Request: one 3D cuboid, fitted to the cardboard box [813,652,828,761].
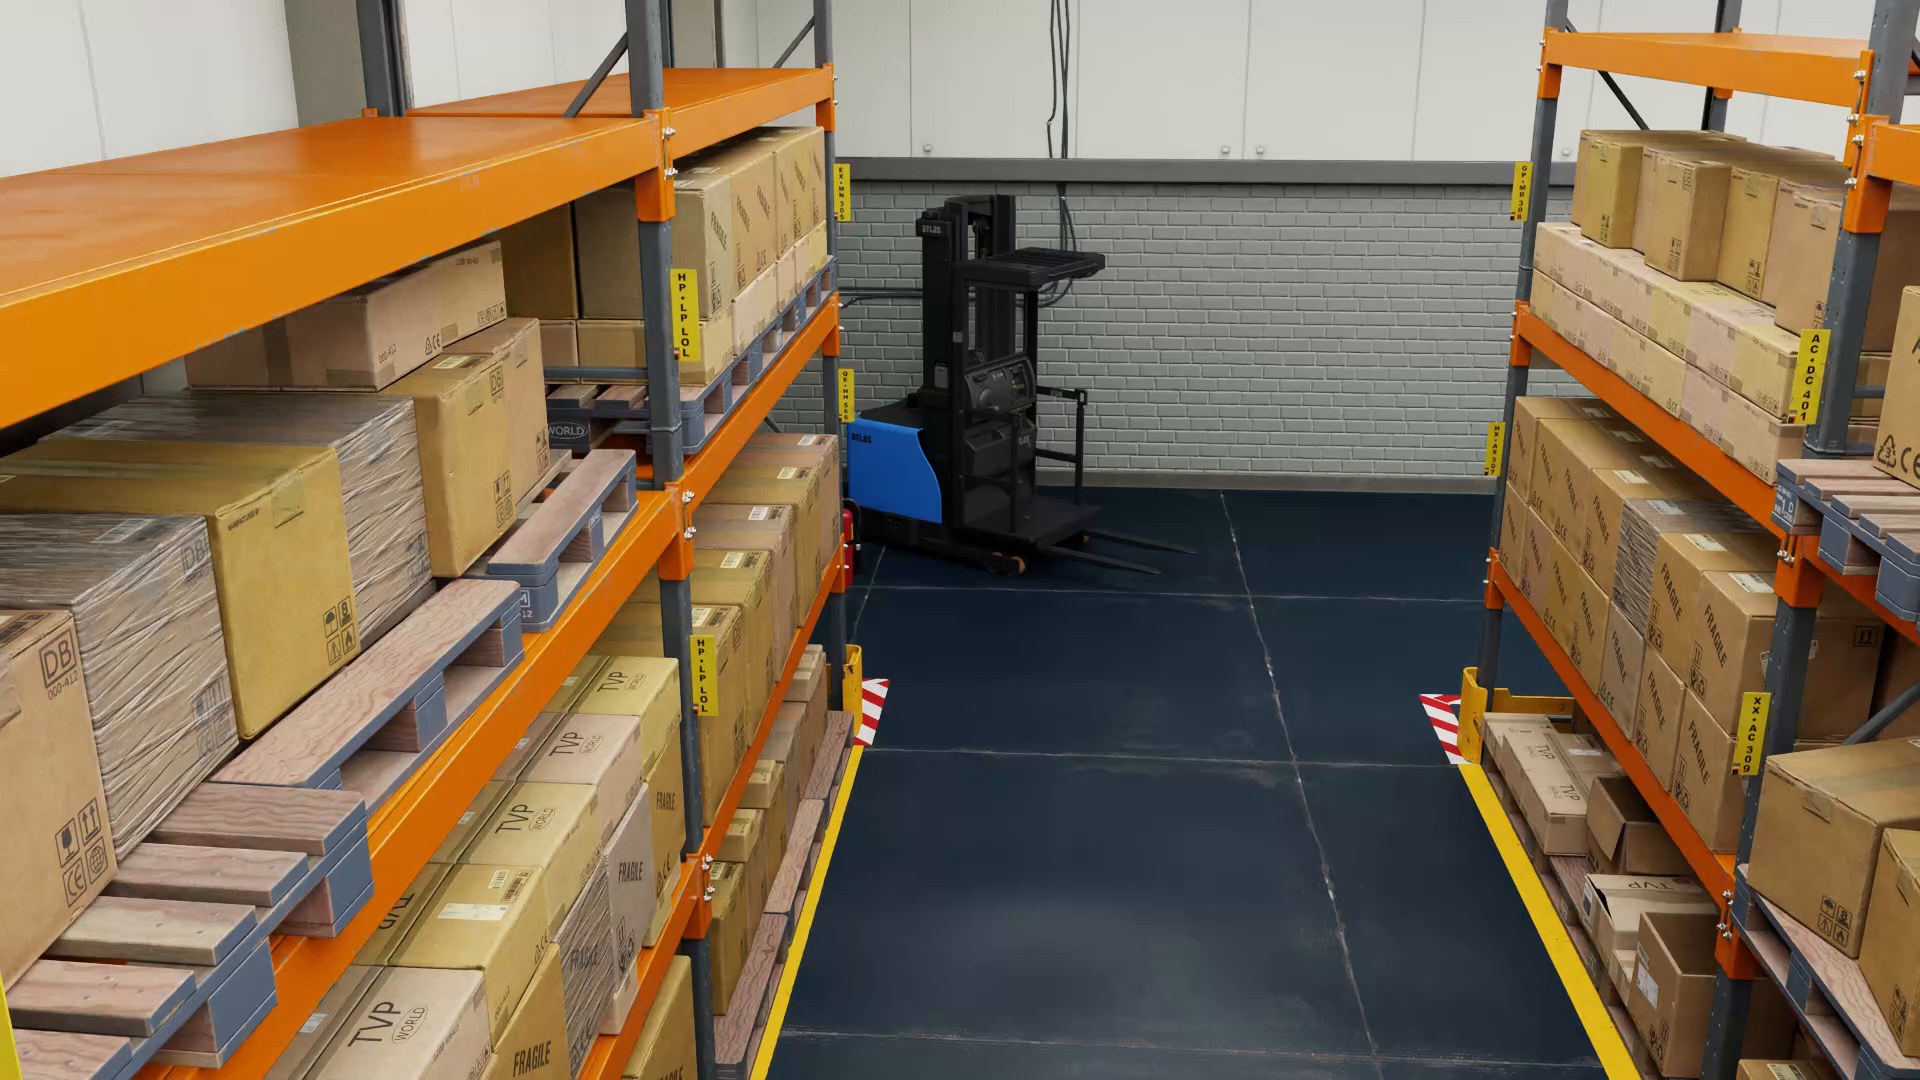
[{"bbox_3d":[-1.179,0.985,9.941,0.700,0.500,0.500,1,18,4],"label":"cardboard box"}]

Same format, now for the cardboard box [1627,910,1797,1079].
[{"bbox_3d":[3.184,1.924,7.042,0.500,0.500,0.500,1,18,4],"label":"cardboard box"}]

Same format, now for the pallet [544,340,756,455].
[{"bbox_3d":[-1.446,-0.618,6.818,1.003,0.211,1.213,1,18,4],"label":"pallet"}]

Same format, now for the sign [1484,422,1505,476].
[{"bbox_3d":[3.172,-0.537,9.855,0.100,0.325,0.005,1,18,4],"label":"sign"}]

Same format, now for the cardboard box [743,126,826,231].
[{"bbox_3d":[-1.008,-1.948,8.934,0.500,0.500,0.500,1,18,4],"label":"cardboard box"}]

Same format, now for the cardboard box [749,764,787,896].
[{"bbox_3d":[-1.281,1.462,8.484,0.700,0.500,0.500,2,18,5],"label":"cardboard box"}]

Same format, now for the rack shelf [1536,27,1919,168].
[{"bbox_3d":[3.570,-2.000,7.236,1.077,0.370,4.000,1,18,4],"label":"rack shelf"}]

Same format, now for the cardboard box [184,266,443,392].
[{"bbox_3d":[-1.733,-0.577,4.479,0.500,0.250,0.500,1,18,2],"label":"cardboard box"}]

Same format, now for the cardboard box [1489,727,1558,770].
[{"bbox_3d":[3.322,1.223,9.716,0.380,0.166,0.250,1,18,4],"label":"cardboard box"}]

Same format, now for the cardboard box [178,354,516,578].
[{"bbox_3d":[-1.663,-0.218,4.586,0.700,0.500,0.500,1,18,3],"label":"cardboard box"}]

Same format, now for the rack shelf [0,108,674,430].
[{"bbox_3d":[-1.658,-0.679,3.840,1.077,0.370,4.000,1,18,4],"label":"rack shelf"}]

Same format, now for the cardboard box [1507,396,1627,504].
[{"bbox_3d":[3.418,-0.505,9.380,0.500,0.500,0.500,2,18,6],"label":"cardboard box"}]

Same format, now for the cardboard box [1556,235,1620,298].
[{"bbox_3d":[3.374,-1.397,8.489,0.500,0.250,0.500,1,18,4],"label":"cardboard box"}]

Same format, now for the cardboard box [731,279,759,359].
[{"bbox_3d":[-1.152,-0.949,7.090,0.500,0.250,0.500,1,18,3],"label":"cardboard box"}]

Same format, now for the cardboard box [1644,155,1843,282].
[{"bbox_3d":[3.514,-1.438,7.410,0.700,0.500,0.500,1,18,4],"label":"cardboard box"}]

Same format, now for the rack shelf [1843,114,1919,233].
[{"bbox_3d":[3.283,-0.569,3.507,1.077,0.370,4.000,1,18,4],"label":"rack shelf"}]

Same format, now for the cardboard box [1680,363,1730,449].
[{"bbox_3d":[3.242,-0.538,6.671,0.500,0.250,0.500,1,18,4],"label":"cardboard box"}]

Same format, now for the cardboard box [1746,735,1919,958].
[{"bbox_3d":[3.169,1.023,5.647,0.700,0.500,0.500,-5,19,-15],"label":"cardboard box"}]

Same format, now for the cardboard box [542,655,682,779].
[{"bbox_3d":[-1.293,0.615,5.854,0.500,0.250,0.500,2,18,5],"label":"cardboard box"}]

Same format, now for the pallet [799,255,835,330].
[{"bbox_3d":[-1.271,-1.376,9.130,1.003,0.211,1.213,1,18,4],"label":"pallet"}]

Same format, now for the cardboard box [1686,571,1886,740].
[{"bbox_3d":[3.204,0.443,6.488,0.500,0.500,0.500,1,18,4],"label":"cardboard box"}]

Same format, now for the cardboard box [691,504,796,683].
[{"bbox_3d":[-1.360,0.256,8.344,0.980,0.700,0.700,0,18,1],"label":"cardboard box"}]

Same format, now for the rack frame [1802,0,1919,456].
[{"bbox_3d":[3.426,-1.722,5.228,1.000,3.000,0.127,1,18,4],"label":"rack frame"}]

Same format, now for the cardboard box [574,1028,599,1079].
[{"bbox_3d":[-1.359,1.556,5.227,0.380,0.149,0.250,1,18,4],"label":"cardboard box"}]

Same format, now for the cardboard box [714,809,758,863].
[{"bbox_3d":[-1.152,1.367,7.733,0.380,0.149,0.250,2,18,6],"label":"cardboard box"}]

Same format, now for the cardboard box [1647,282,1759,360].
[{"bbox_3d":[3.268,-0.931,7.067,0.500,0.250,0.500,1,18,4],"label":"cardboard box"}]

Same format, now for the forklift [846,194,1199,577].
[{"bbox_3d":[0.506,-1.280,13.621,3.031,2.935,1.130,13,22,34],"label":"forklift"}]

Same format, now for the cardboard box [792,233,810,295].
[{"bbox_3d":[-1.052,-1.430,8.557,0.500,0.250,0.500,1,18,2],"label":"cardboard box"}]

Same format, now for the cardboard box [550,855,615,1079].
[{"bbox_3d":[-1.368,1.284,5.016,0.500,0.500,0.500,1,18,4],"label":"cardboard box"}]

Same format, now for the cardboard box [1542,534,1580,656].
[{"bbox_3d":[3.348,0.287,8.570,0.500,0.500,0.500,1,18,4],"label":"cardboard box"}]

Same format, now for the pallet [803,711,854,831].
[{"bbox_3d":[-1.207,1.352,9.958,1.003,0.211,1.213,1,18,4],"label":"pallet"}]

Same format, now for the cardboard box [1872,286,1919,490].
[{"bbox_3d":[3.317,-0.437,5.126,0.600,0.600,0.600,0,18,-1],"label":"cardboard box"}]

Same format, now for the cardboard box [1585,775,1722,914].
[{"bbox_3d":[3.556,1.522,8.263,0.797,0.503,0.637,1,18,4],"label":"cardboard box"}]

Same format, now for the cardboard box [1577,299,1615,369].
[{"bbox_3d":[3.340,-1.004,8.093,0.500,0.250,0.500,1,18,4],"label":"cardboard box"}]

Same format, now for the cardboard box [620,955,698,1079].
[{"bbox_3d":[-1.432,2.046,6.140,0.750,0.750,0.750,1,18,5],"label":"cardboard box"}]

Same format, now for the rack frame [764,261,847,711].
[{"bbox_3d":[-1.228,-0.223,10.287,1.000,3.000,0.127,1,18,4],"label":"rack frame"}]

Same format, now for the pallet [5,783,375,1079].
[{"bbox_3d":[-1.808,0.724,2.881,1.213,0.211,1.003,2,18,6],"label":"pallet"}]

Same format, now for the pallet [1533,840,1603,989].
[{"bbox_3d":[3.561,1.860,8.407,1.003,0.211,1.213,1,18,4],"label":"pallet"}]

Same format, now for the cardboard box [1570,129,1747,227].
[{"bbox_3d":[3.693,-1.902,8.827,0.700,0.500,0.500,1,18,4],"label":"cardboard box"}]

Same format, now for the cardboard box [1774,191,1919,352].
[{"bbox_3d":[3.423,-0.972,5.987,0.700,0.500,0.500,1,18,4],"label":"cardboard box"}]

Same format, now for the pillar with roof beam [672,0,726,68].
[{"bbox_3d":[2.397,-3.836,11.678,9.100,9.000,0.400,1,18,4],"label":"pillar with roof beam"}]

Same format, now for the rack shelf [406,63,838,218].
[{"bbox_3d":[-1.371,-1.921,7.632,1.077,0.370,4.000,1,18,4],"label":"rack shelf"}]

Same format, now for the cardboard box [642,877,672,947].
[{"bbox_3d":[-1.251,1.319,5.951,0.380,0.149,0.250,2,18,5],"label":"cardboard box"}]

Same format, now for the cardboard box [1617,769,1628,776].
[{"bbox_3d":[3.822,1.452,8.883,0.500,0.250,0.500,1,18,4],"label":"cardboard box"}]

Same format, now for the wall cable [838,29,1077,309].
[{"bbox_3d":[-0.466,-3.347,15.173,3.097,2.526,0.112,1,18,4],"label":"wall cable"}]

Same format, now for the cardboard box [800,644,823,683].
[{"bbox_3d":[-1.006,0.720,9.706,0.380,0.149,0.250,1,18,3],"label":"cardboard box"}]

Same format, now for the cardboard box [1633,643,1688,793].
[{"bbox_3d":[3.242,0.760,7.127,0.500,0.500,0.500,2,18,5],"label":"cardboard box"}]

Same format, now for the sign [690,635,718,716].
[{"bbox_3d":[-0.973,0.515,6.300,0.100,0.325,0.005,1,18,4],"label":"sign"}]

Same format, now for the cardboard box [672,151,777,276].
[{"bbox_3d":[-1.123,-1.467,7.467,0.500,0.500,0.500,1,18,4],"label":"cardboard box"}]

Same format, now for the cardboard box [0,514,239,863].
[{"bbox_3d":[-1.839,0.262,3.123,0.700,0.500,0.500,0,18,1],"label":"cardboard box"}]

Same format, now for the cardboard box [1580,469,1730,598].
[{"bbox_3d":[3.312,-0.029,7.928,0.500,0.500,0.500,1,18,3],"label":"cardboard box"}]

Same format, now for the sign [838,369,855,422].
[{"bbox_3d":[-0.688,-0.870,10.020,0.100,0.325,0.005,1,18,4],"label":"sign"}]

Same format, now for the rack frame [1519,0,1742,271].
[{"bbox_3d":[3.713,-2.965,9.019,1.000,3.000,0.127,1,18,4],"label":"rack frame"}]
